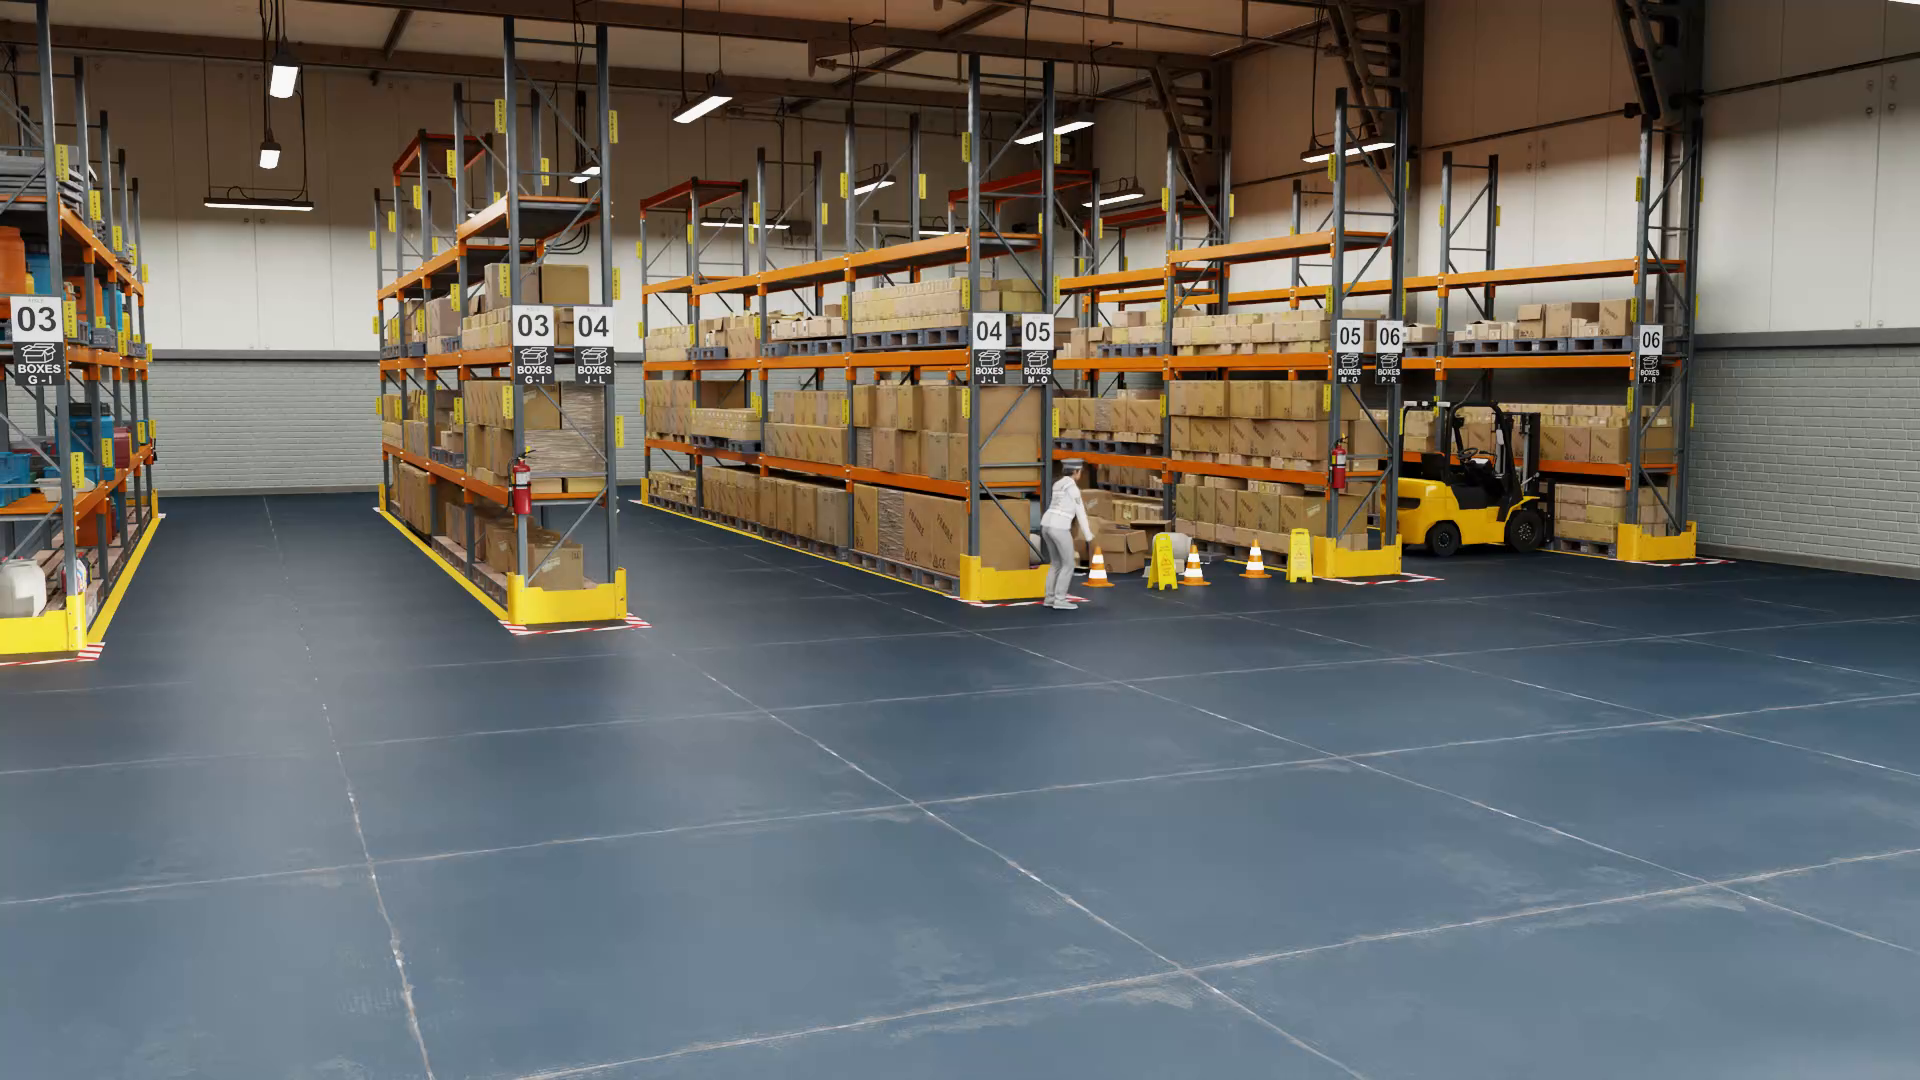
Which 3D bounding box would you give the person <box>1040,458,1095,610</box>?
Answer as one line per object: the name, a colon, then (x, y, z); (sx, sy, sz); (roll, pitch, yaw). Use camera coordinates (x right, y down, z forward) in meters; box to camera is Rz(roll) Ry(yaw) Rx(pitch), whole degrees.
person: (1.150, -0.075, 17.999); (0.559, 1.631, 0.414); (-3, 6, -25)
